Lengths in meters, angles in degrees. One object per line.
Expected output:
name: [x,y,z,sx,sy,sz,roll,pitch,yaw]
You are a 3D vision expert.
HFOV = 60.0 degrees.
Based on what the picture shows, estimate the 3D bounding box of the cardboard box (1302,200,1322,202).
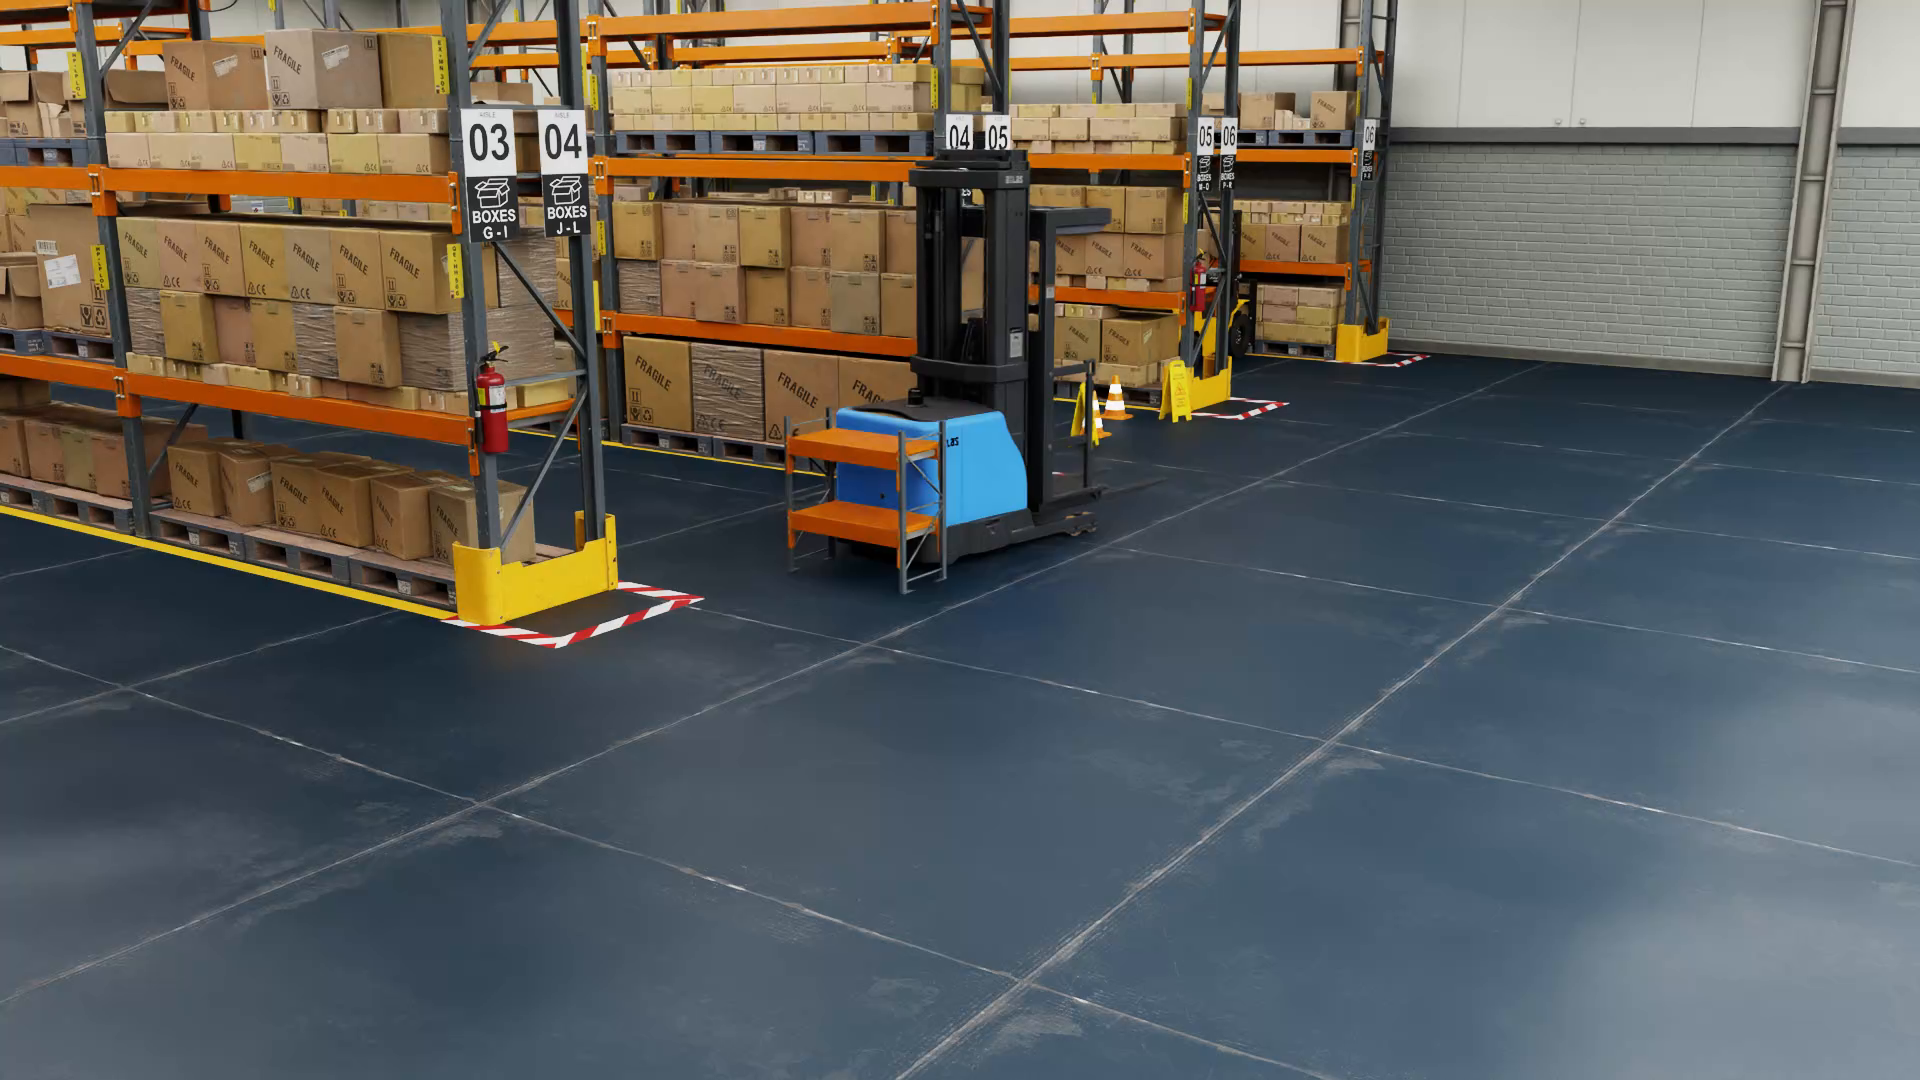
cardboard box: [4.966,-4.667,23.257,0.250,0.149,0.380,10,17,34]

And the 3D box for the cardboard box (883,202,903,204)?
cardboard box: [-0.764,-4.060,21.281,0.500,0.500,0.500,10,17,34]

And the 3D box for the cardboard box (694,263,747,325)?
cardboard box: [-2.050,-2.403,15.977,0.550,0.550,0.875,9,17,33]

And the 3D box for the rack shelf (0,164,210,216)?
rack shelf: [-7.725,-2.942,13.722,4.000,0.370,1.077,9,17,33]

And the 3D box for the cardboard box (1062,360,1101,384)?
cardboard box: [1.538,-2.002,19.516,0.500,0.250,0.500,9,17,33]

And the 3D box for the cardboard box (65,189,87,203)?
cardboard box: [-11.242,-4.443,21.620,0.500,0.500,0.500,10,17,34]

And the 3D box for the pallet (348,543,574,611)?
pallet: [-3.464,0.196,11.590,1.213,0.211,1.003,9,17,33]

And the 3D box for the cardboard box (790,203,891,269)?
cardboard box: [-1.078,-2.818,15.407,0.550,0.550,0.875,9,17,33]

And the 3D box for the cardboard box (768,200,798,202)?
cardboard box: [-2.319,-4.163,21.697,0.500,0.500,0.500,8,16,31]

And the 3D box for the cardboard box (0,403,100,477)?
cardboard box: [-7.876,-0.872,14.388,0.500,0.500,0.700,11,18,37]

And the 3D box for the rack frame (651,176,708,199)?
rack frame: [-3.854,-4.080,23.062,0.127,3.000,1.000,9,17,33]

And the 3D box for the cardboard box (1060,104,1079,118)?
cardboard box: [1.341,-4.906,19.021,0.250,0.149,0.380,9,16,31]

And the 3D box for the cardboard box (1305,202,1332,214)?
cardboard box: [4.914,-4.538,22.735,0.250,0.149,0.380,9,17,33]

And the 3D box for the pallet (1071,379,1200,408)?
pallet: [2.067,-1.780,19.572,1.213,0.211,1.003,9,17,33]

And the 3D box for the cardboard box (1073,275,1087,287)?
cardboard box: [1.517,-3.034,19.359,0.250,0.149,0.380,9,17,34]

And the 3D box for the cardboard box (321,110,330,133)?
cardboard box: [-3.947,-2.743,10.901,0.250,0.149,0.380,9,17,33]

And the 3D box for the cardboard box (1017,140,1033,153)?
cardboard box: [0.868,-4.579,19.360,0.250,0.149,0.380,9,17,33]

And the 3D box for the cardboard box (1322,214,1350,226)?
cardboard box: [5.107,-4.351,22.600,0.250,0.149,0.380,9,17,34]

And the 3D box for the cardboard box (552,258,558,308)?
cardboard box: [-4.215,-2.676,17.182,0.500,0.500,0.500,9,17,32]

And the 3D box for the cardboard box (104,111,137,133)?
cardboard box: [-5.968,-3.039,12.098,0.250,0.149,0.380,9,16,31]

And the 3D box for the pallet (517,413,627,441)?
pallet: [-3.896,-1.278,17.545,1.213,0.211,1.003,9,17,33]

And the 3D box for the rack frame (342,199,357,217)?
rack frame: [-6.533,-3.079,19.020,0.127,3.000,1.000,9,17,33]

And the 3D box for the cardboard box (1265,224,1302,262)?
cardboard box: [4.571,-4.131,23.059,0.500,0.500,0.500,10,17,35]

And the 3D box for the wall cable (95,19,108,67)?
wall cable: [-15.369,-8.771,29.529,0.029,3.000,0.463,9,17,33]

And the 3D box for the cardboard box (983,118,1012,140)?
cardboard box: [0.519,-4.820,19.504,0.500,0.250,0.500,9,17,33]

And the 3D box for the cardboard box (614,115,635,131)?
cardboard box: [-3.102,-4.013,15.989,0.250,0.149,0.380,9,16,32]

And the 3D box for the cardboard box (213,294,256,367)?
cardboard box: [-4.861,-1.567,12.082,0.500,0.500,0.875,9,17,33]

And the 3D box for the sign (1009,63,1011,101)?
sign: [0.420,-4.035,14.655,0.005,0.325,0.100,9,17,33]

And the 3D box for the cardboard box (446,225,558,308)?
cardboard box: [-3.051,-1.837,11.095,0.500,0.500,0.500,9,17,33]

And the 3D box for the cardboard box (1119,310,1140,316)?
cardboard box: [1.813,-2.476,19.869,0.500,0.500,0.500,8,16,31]

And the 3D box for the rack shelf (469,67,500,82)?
rack shelf: [-8.833,-7.253,25.726,4.000,0.370,1.077,9,17,33]

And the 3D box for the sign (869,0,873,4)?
sign: [-1.382,-8.364,25.777,0.005,0.325,0.100,9,17,33]

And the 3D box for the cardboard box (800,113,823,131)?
cardboard box: [-1.205,-3.706,14.752,0.250,0.149,0.380,9,16,32]

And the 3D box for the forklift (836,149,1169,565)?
forklift: [0.459,-1.525,12.883,1.130,2.935,3.031,13,19,43]

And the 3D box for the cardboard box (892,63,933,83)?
cardboard box: [-0.364,-3.957,14.106,0.250,0.149,0.380,9,17,33]

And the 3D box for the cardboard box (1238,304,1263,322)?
cardboard box: [4.123,-3.246,23.503,0.500,0.250,0.500,9,16,32]

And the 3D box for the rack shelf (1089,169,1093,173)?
rack shelf: [0.573,-5.909,25.704,4.000,0.370,1.077,9,17,33]

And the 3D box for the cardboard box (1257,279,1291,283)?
cardboard box: [4.432,-3.589,23.848,0.500,0.250,0.500,9,17,32]

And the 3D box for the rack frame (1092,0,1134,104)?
rack frame: [2.232,-7.446,24.174,0.127,3.000,1.000,9,17,33]

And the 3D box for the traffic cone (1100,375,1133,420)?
traffic cone: [1.707,-1.576,18.226,0.334,0.463,0.336,9,17,33]

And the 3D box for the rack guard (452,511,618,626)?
rack guard: [-2.810,0.172,11.087,0.348,0.500,1.175,9,17,33]

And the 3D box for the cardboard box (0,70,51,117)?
cardboard box: [-8.016,-3.701,14.040,0.500,0.500,0.500,10,17,34]

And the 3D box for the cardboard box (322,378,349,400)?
cardboard box: [-4.145,-1.070,11.428,0.250,0.149,0.380,9,17,33]

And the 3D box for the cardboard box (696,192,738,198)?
cardboard box: [-4.130,-5.749,28.724,0.500,0.500,0.700,10,17,34]

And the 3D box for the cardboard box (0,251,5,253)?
cardboard box: [-13.085,-3.921,22.944,0.250,0.149,0.380,9,17,32]

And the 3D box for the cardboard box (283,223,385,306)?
cardboard box: [-4.173,-1.867,11.216,0.500,0.500,0.500,9,17,33]

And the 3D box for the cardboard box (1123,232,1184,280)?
cardboard box: [2.180,-3.218,18.752,0.500,0.500,0.500,9,16,32]

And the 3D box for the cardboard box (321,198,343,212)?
cardboard box: [-9.820,-5.497,26.500,0.500,0.500,0.500,9,16,31]

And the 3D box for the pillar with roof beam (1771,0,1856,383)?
pillar with roof beam: [8.052,-5.519,16.392,0.400,9.000,9.100,9,17,33]

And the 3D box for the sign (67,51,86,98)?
sign: [-6.373,-3.354,11.994,0.005,0.325,0.100,9,17,33]

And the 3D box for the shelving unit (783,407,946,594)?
shelving unit: [-0.667,-0.297,11.683,1.048,1.125,0.538,10,17,35]

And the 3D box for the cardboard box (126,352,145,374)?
cardboard box: [-6.055,-1.357,12.584,0.250,0.149,0.380,9,17,33]

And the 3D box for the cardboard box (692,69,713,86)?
cardboard box: [-2.254,-4.263,15.343,0.250,0.149,0.380,9,17,33]

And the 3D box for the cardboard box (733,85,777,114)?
cardboard box: [-1.705,-3.999,15.103,0.500,0.250,0.500,9,17,33]
